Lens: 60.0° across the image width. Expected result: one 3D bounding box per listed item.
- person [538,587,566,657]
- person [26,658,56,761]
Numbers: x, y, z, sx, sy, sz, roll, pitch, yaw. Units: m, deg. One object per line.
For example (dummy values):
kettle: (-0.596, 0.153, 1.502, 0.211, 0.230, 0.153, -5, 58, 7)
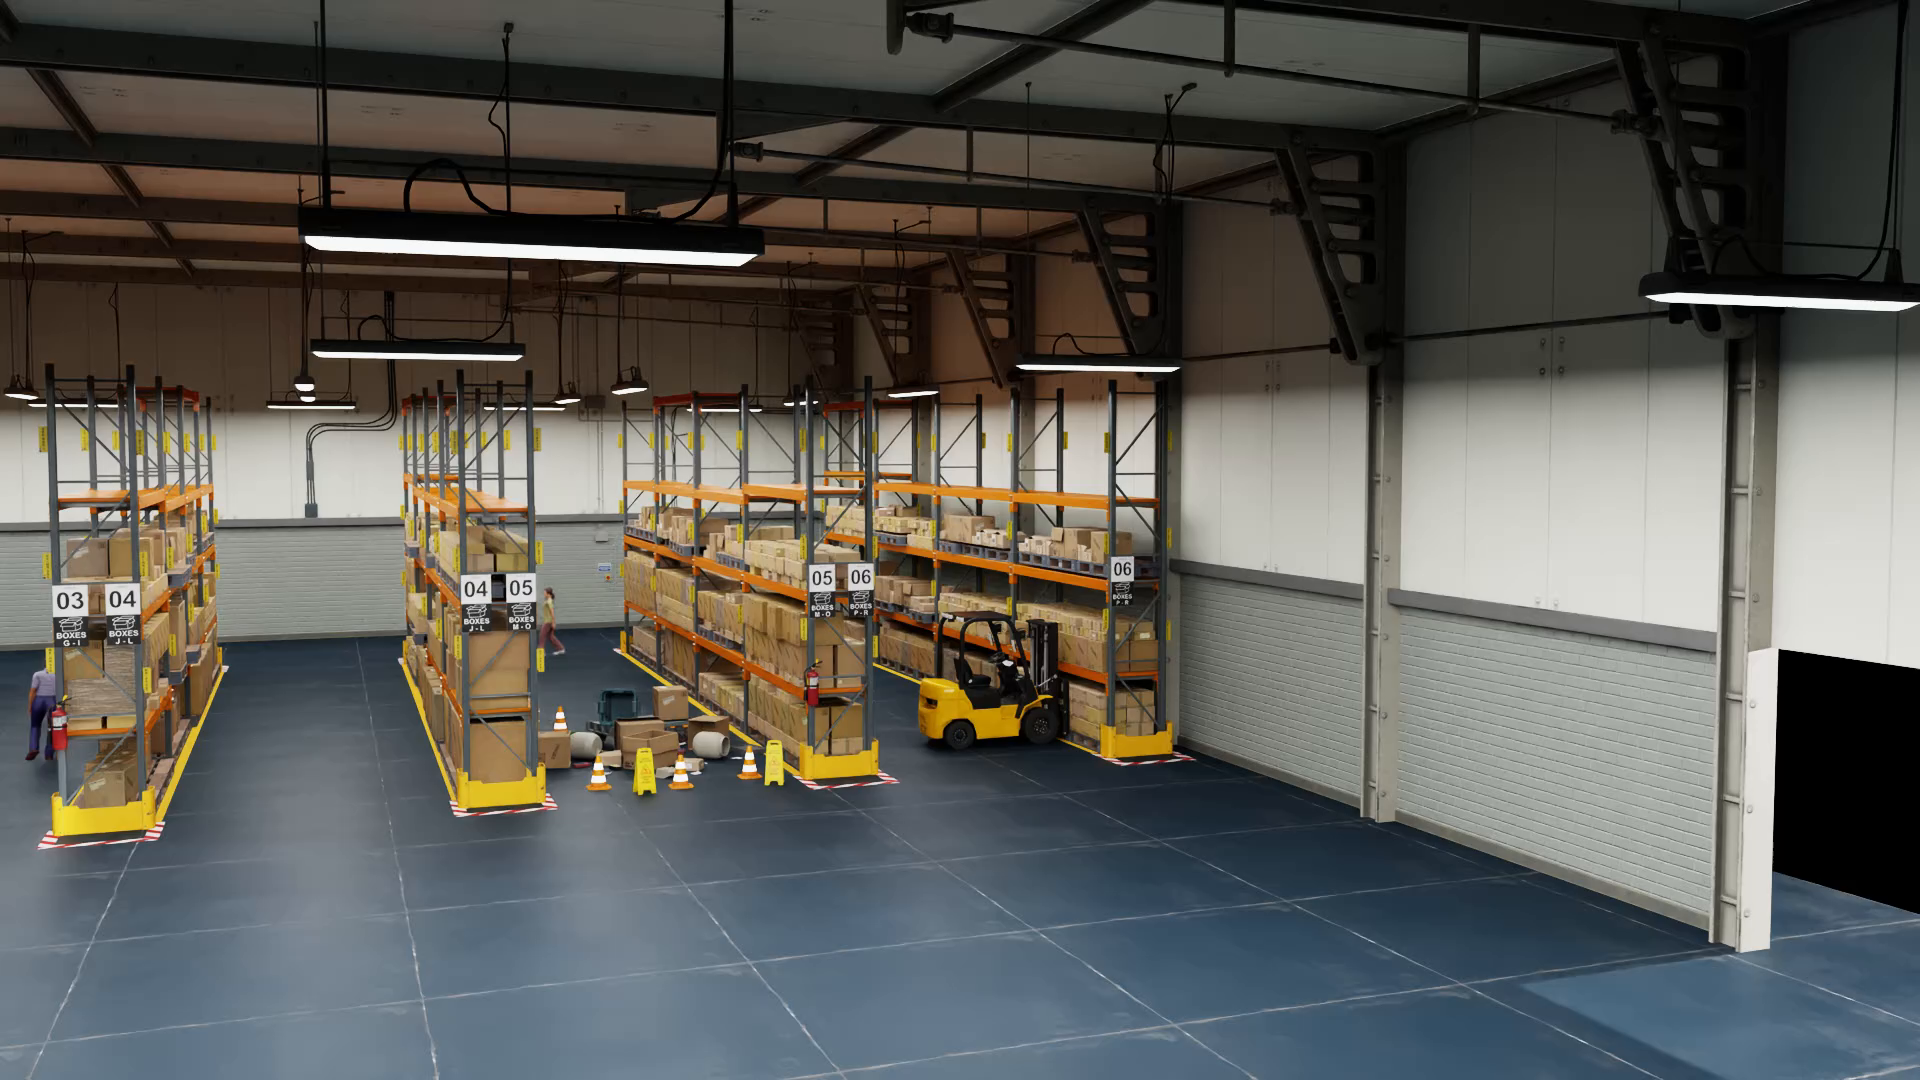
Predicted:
person: (-9.601, 1.932, 38.803, 0.763, 1.639, 0.509, -1, 3, -12)
person: (-14.409, 2.644, 26.205, 0.586, 1.657, 0.398, -1, 4, -20)
